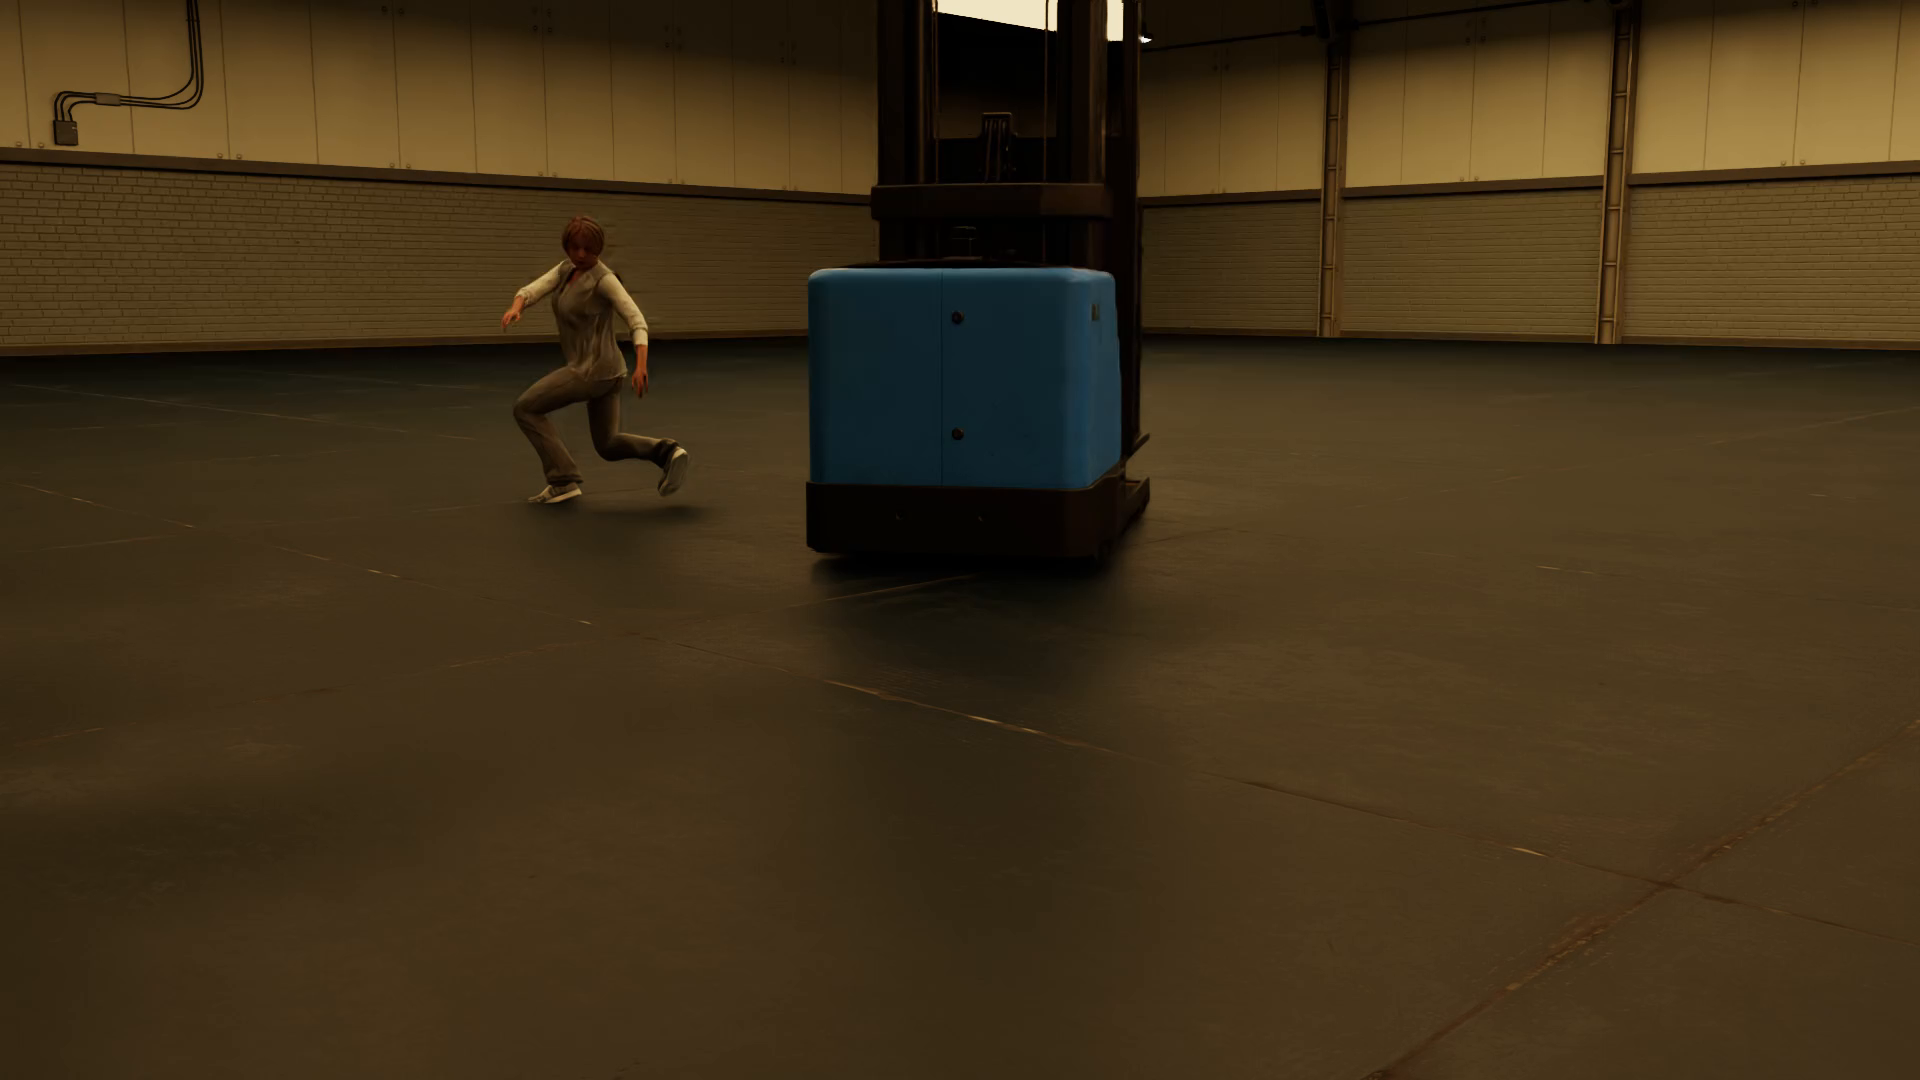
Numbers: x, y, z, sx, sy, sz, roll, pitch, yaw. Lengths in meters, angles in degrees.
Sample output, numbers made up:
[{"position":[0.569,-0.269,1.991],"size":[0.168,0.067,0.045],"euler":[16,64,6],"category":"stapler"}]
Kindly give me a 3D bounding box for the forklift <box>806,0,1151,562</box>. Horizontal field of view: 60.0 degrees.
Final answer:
[{"position":[0.250,-1.549,7.161],"size":[1.130,2.935,3.031],"euler":[2,9,12],"category":"forklift"}]

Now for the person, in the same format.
[{"position":[-1.689,-0.815,7.736],"size":[0.849,1.375,0.576],"euler":[0,9,0],"category":"person"}]
